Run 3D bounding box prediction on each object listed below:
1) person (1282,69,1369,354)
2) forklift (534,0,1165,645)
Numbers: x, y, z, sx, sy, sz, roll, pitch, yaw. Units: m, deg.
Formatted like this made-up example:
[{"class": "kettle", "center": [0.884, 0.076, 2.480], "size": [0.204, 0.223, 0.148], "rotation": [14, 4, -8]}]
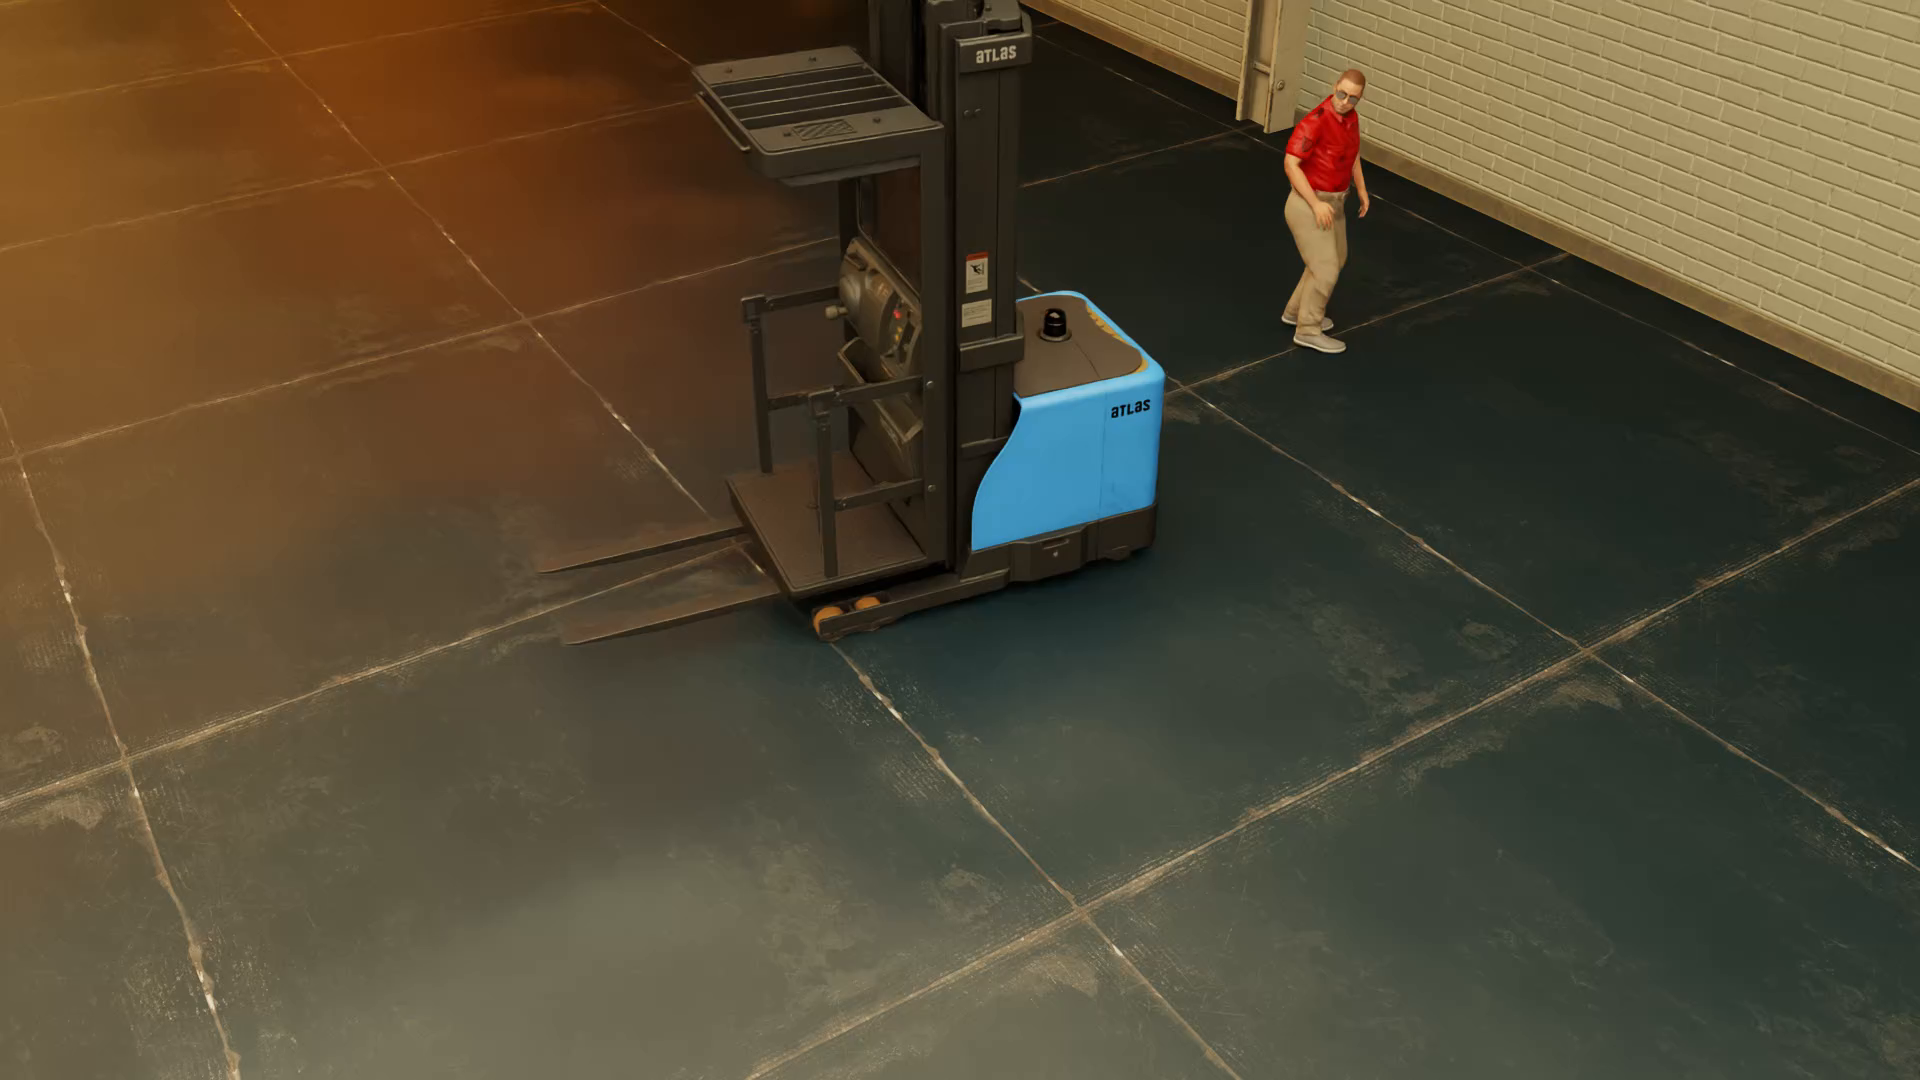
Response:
[{"class": "person", "center": [2.268, -2.013, 10.092], "size": [0.505, 1.700, 0.734], "rotation": [20, 40, 26]}, {"class": "forklift", "center": [-0.559, -1.058, 7.654], "size": [3.031, 2.935, 1.130], "rotation": [-14, 37, -19]}]
